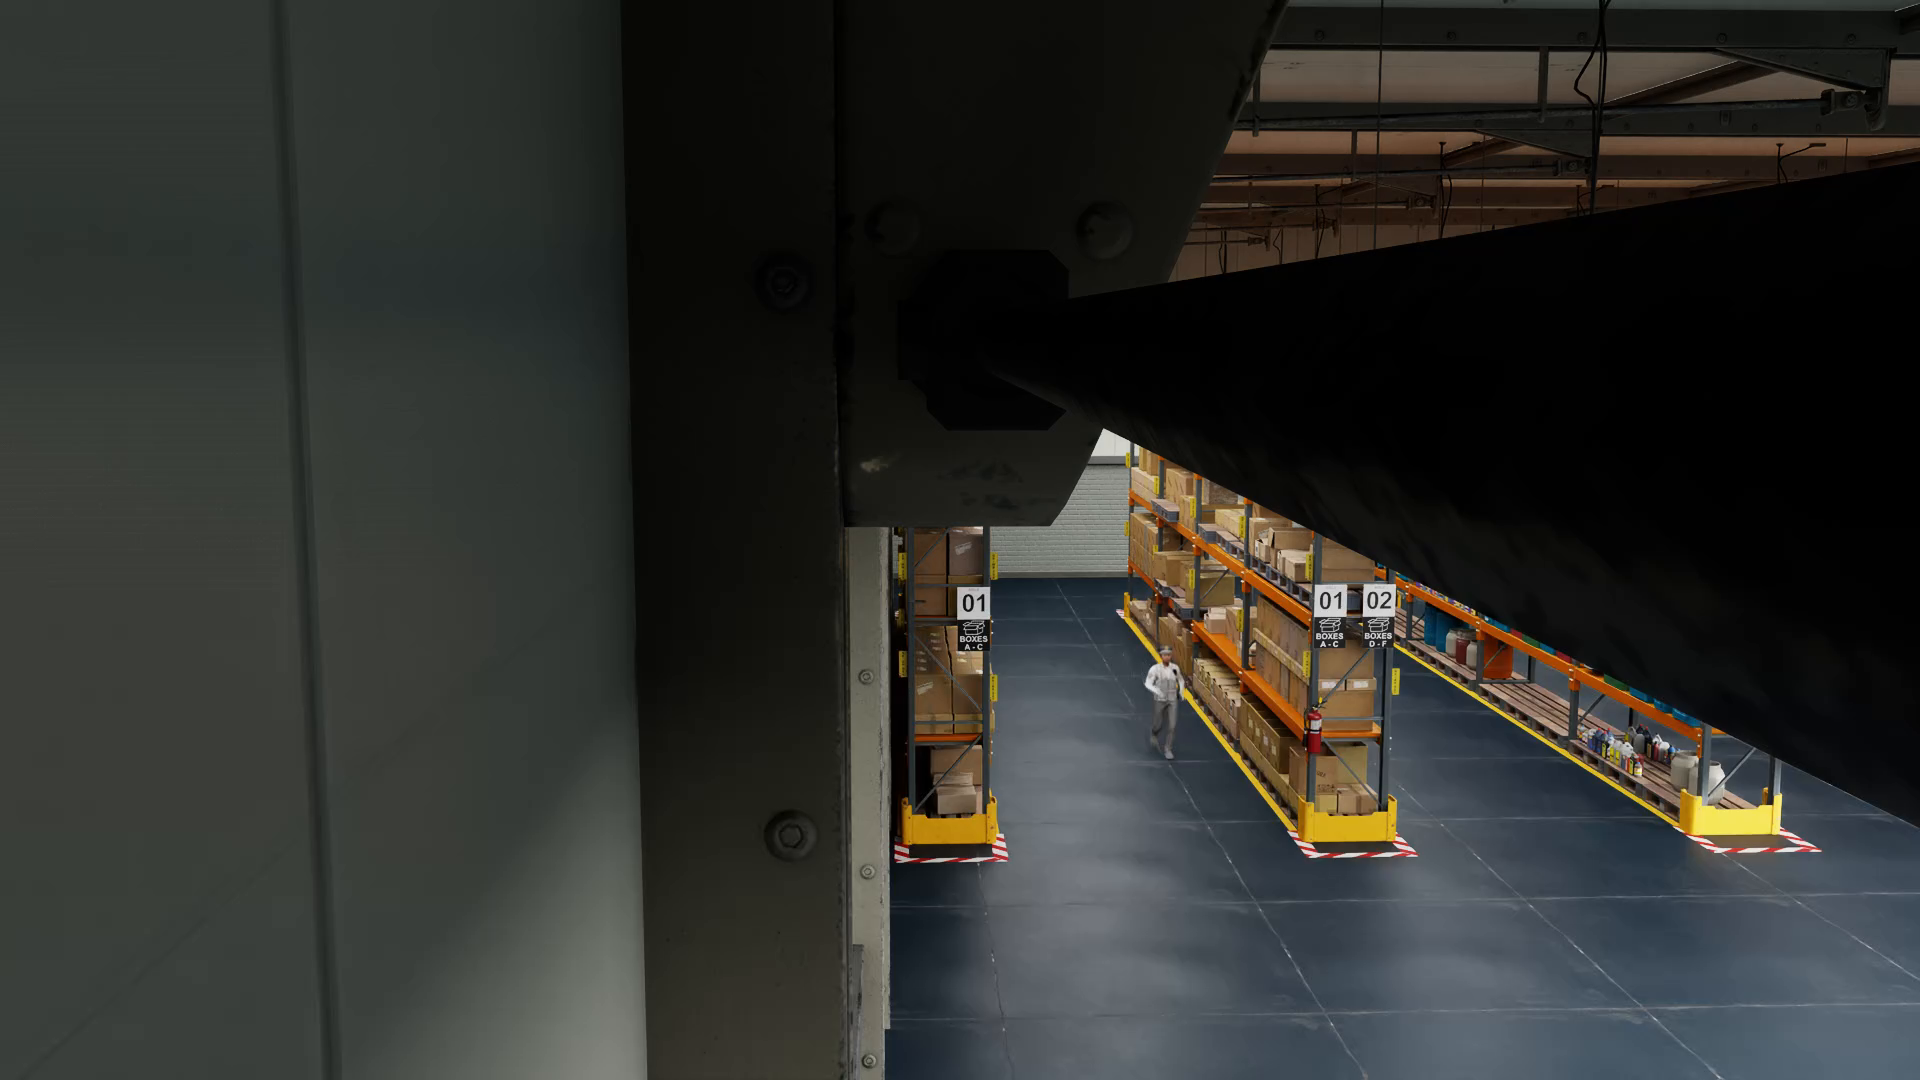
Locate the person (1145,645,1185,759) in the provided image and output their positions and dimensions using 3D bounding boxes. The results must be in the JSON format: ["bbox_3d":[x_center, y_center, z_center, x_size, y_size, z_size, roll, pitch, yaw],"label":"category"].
[{"bbox_3d":[3.043,2.363,24.604,0.625,1.654,0.723,-1,7,-7],"label":"person"}]
